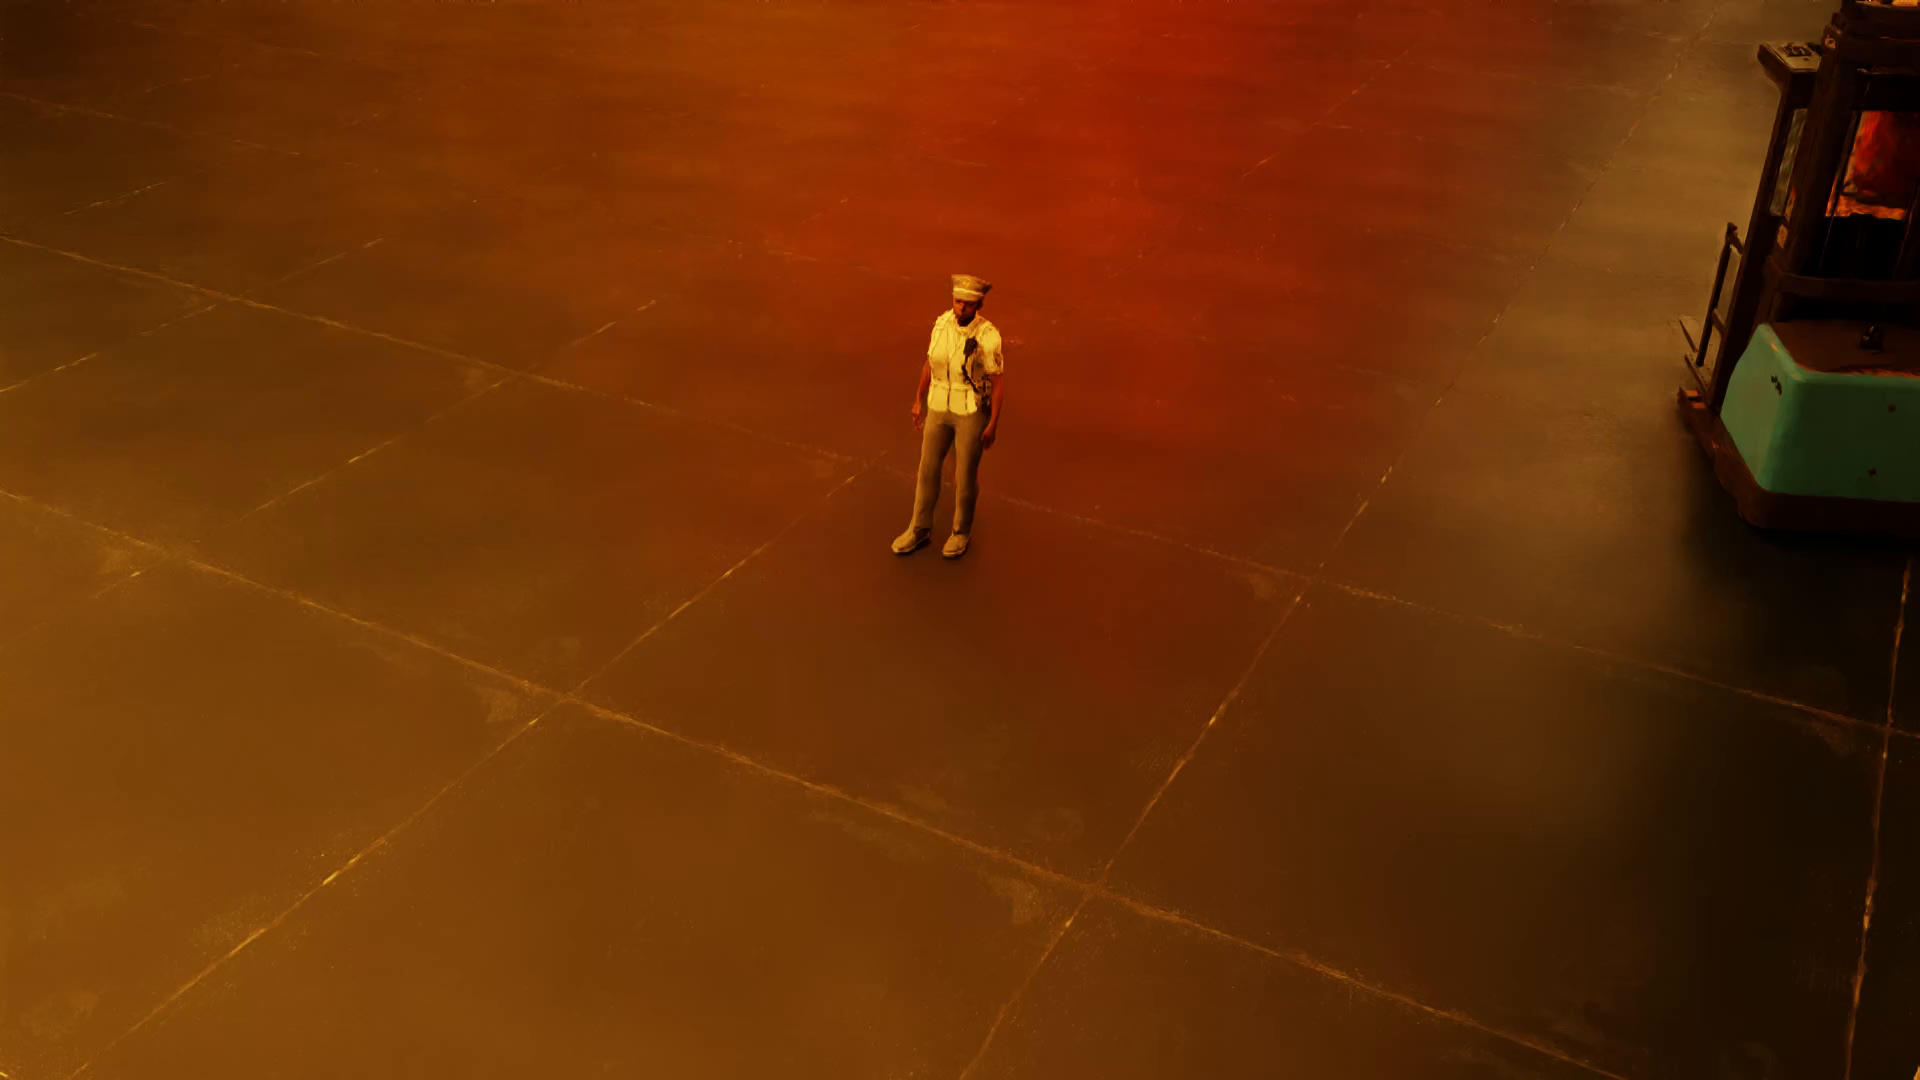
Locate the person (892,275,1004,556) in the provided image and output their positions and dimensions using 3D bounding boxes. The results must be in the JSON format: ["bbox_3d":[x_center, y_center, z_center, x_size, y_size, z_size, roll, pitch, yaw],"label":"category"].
[{"bbox_3d":[-0.054,-0.712,9.527,0.570,1.695,0.529,15,33,25],"label":"person"}]

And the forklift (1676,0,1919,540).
[{"bbox_3d":[5.498,-1.988,10.515,1.130,2.935,3.031,4,30,8],"label":"forklift"}]
